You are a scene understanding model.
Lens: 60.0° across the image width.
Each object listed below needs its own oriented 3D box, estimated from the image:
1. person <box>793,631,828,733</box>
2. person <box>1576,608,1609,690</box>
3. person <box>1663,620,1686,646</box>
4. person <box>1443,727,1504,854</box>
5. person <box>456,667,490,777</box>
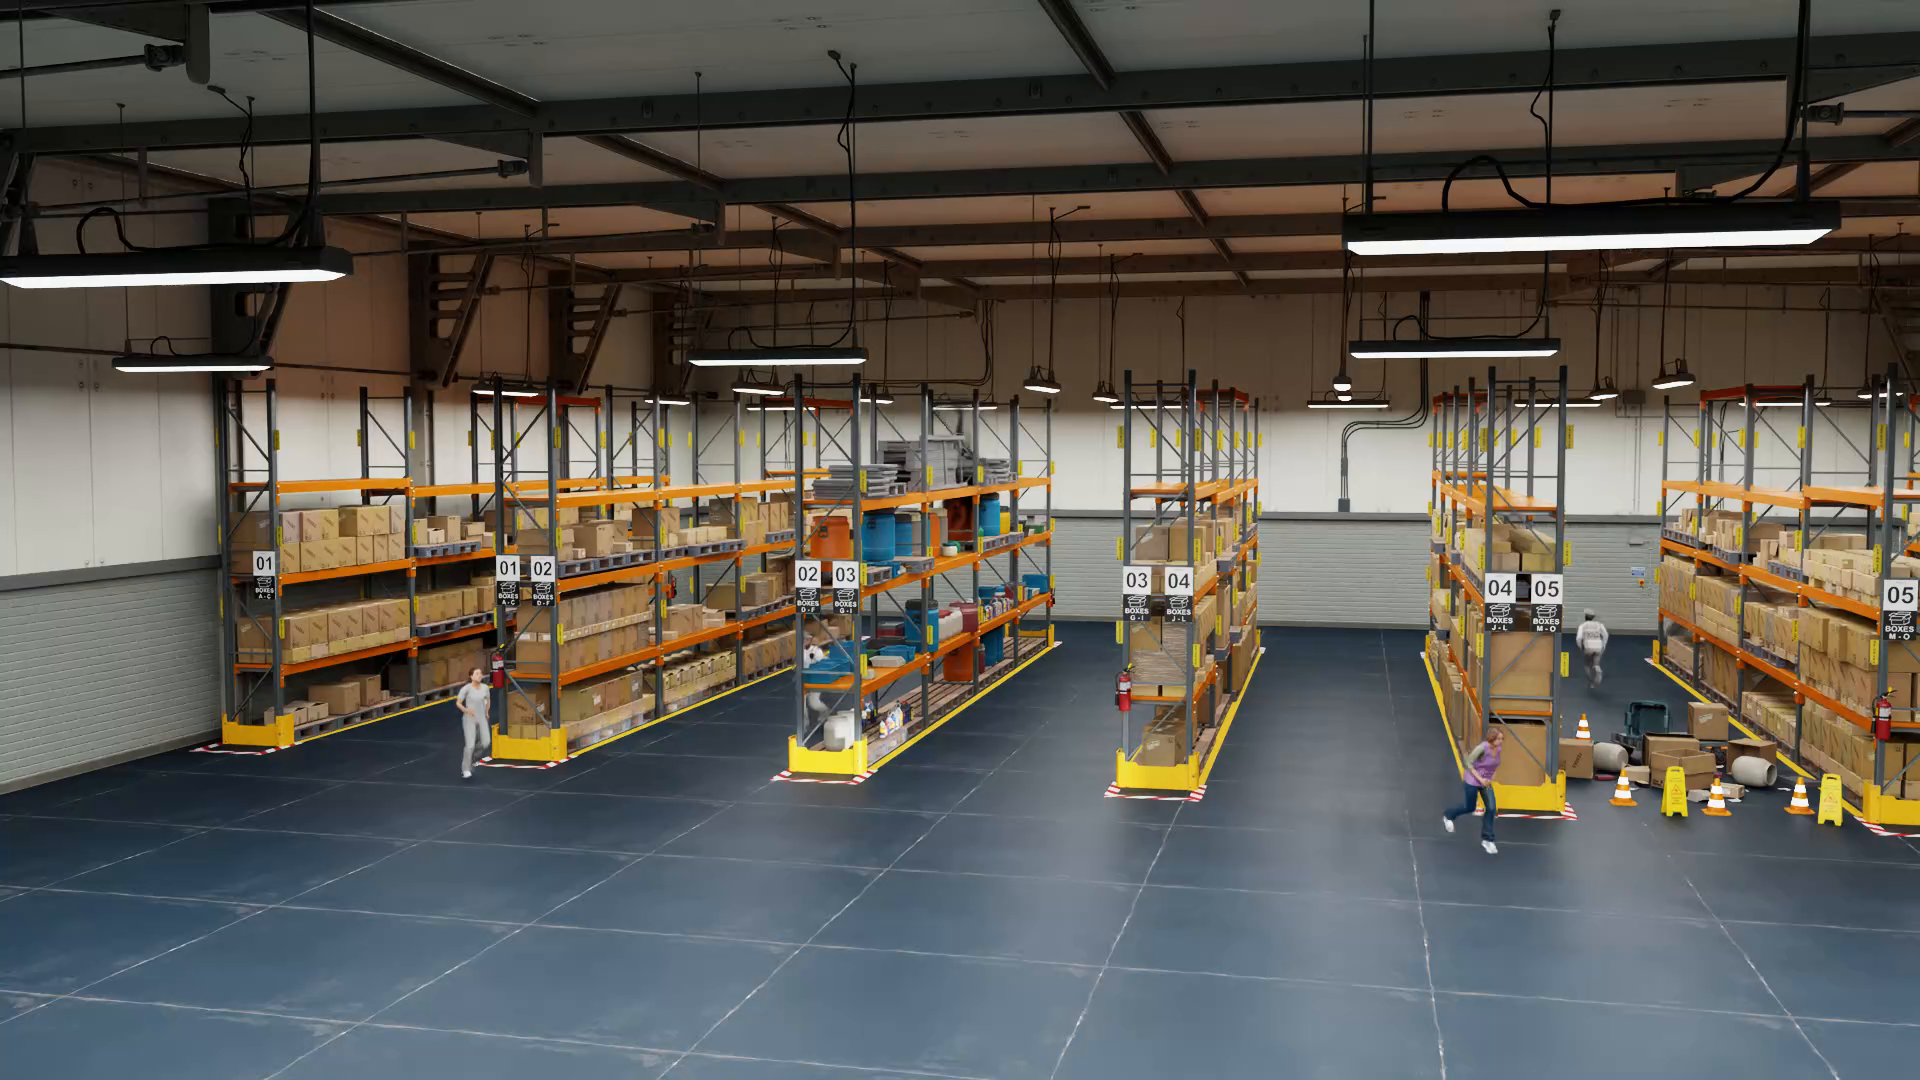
[{"bbox_3d":[-2.590,2.419,28.708,0.648,1.756,0.824,1,4,18],"label":"person"},{"bbox_3d":[12.613,2.218,33.145,0.633,1.671,0.783,0,3,4],"label":"person"},{"bbox_3d":[16.530,1.875,38.316,0.647,1.725,0.640,3,4,37],"label":"person"},{"bbox_3d":[6.330,3.028,20.517,0.569,1.547,0.913,-2,4,-33],"label":"person"},{"bbox_3d":[-7.200,2.704,24.777,0.572,1.636,0.520,-3,4,-39],"label":"person"}]
